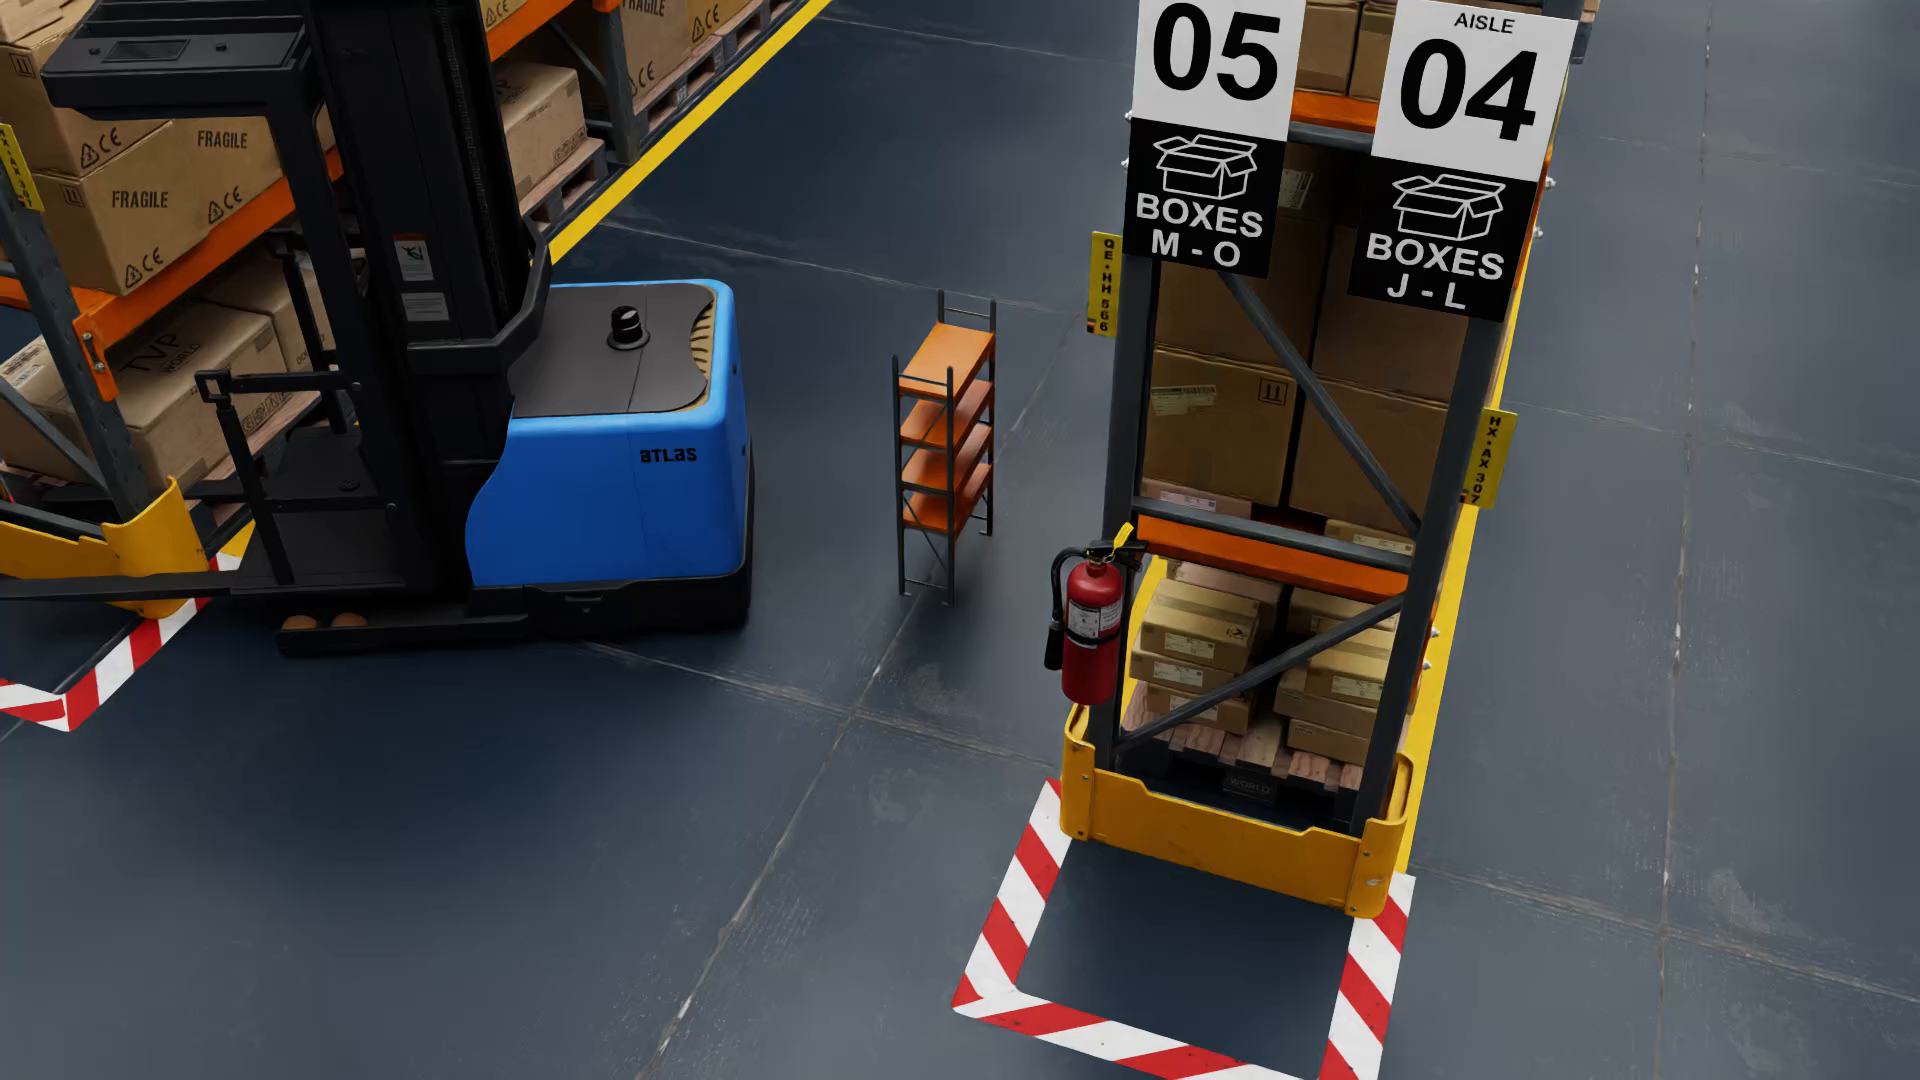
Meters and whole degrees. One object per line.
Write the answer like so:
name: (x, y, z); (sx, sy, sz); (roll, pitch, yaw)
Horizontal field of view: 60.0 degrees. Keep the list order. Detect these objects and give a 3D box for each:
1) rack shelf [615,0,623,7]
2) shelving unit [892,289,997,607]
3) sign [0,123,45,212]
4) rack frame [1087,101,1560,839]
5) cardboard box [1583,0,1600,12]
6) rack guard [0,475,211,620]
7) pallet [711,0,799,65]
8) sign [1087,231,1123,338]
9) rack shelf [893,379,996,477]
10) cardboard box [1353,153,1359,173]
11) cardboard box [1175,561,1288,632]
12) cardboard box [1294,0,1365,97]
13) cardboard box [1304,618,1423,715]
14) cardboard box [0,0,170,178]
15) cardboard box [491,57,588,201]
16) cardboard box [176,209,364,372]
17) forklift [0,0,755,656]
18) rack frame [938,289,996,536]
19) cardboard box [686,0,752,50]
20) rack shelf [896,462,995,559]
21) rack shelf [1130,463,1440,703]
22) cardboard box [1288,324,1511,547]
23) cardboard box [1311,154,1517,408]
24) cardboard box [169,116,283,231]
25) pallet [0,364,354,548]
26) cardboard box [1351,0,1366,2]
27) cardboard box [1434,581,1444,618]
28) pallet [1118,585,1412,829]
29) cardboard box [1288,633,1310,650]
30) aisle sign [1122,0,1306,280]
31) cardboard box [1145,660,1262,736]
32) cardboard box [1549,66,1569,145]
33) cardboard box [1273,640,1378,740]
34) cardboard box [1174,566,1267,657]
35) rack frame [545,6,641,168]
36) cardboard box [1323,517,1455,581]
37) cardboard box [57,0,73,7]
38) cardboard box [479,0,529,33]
rack shelf: (-1.710, -4.435, 10.691); (1.077, 0.370, 4.000); (13, 42, 15)
shelving unit: (-0.057, -0.355, 6.742); (0.258, 1.200, 0.503); (13, 42, 15)
sign: (-3.243, -1.282, 5.713); (0.100, 0.325, 0.005); (13, 42, 15)
rack frame: (0.924, -0.012, 4.953); (1.000, 3.000, 0.127); (13, 42, 15)
cardboard box: (2.859, -2.654, 7.920); (0.380, 0.149, 0.250); (11, 42, 13)
rack guard: (-3.770, -0.083, 6.963); (1.175, 0.500, 0.348); (13, 42, 15)
pallet: (-1.786, -3.662, 11.379); (1.003, 0.211, 1.213); (13, 42, 15)
sign: (0.409, -0.708, 4.633); (0.100, 0.325, 0.005); (13, 42, 15)
rack shelf: (-0.057, -0.474, 6.641); (0.258, 0.148, 0.480); (13, 42, 15)
cardboard box: (1.020, -1.187, 5.253); (0.500, 0.500, 0.500); (12, 42, 14)
cardboard box: (1.007, 0.167, 6.158); (0.380, 0.149, 0.250); (14, 42, 16)
cardboard box: (0.831, -1.432, 4.422); (0.500, 0.250, 0.500); (12, 42, 14)
cardboard box: (1.422, 0.442, 5.835); (0.380, 0.149, 0.250); (11, 42, 13)
cardboard box: (-3.330, -1.697, 6.080); (0.500, 0.500, 0.500); (12, 42, 14)
cardboard box: (-2.710, -2.315, 9.302); (0.875, 0.438, 0.875); (13, 42, 14)
cardboard box: (-3.325, -1.219, 8.018); (0.875, 0.438, 0.875); (14, 43, 16)
forklift: (-2.403, -1.006, 6.171); (3.031, 2.935, 1.130); (-3, 41, -3)
rack frame: (0.027, -0.504, 6.917); (0.240, 1.200, 0.015); (13, 42, 15)
cardboard box: (-1.956, -3.789, 10.693); (0.875, 0.875, 0.875); (14, 43, 16)
rack shelf: (-0.057, -0.153, 6.915); (0.258, 0.148, 0.480); (13, 42, 15)
rack shelf: (1.608, -0.958, 6.616); (1.077, 0.370, 4.000); (13, 42, 15)
cardboard box: (1.337, -0.376, 5.073); (0.500, 0.500, 0.500); (15, 43, 17)
cardboard box: (1.327, -0.758, 4.751); (0.500, 0.500, 0.500); (13, 42, 15)
cardboard box: (-3.181, -1.631, 6.773); (0.500, 0.500, 0.500); (13, 42, 14)
pallet: (-3.562, -0.493, 7.665); (1.003, 0.211, 1.213); (13, 42, 15)
cardboard box: (0.842, -1.624, 4.261); (0.500, 0.250, 0.500); (12, 42, 14)
cardboard box: (1.610, 0.122, 6.210); (0.380, 0.149, 0.250); (13, 42, 15)
pallet: (1.261, 0.515, 6.484); (1.003, 0.211, 1.213); (13, 42, 15)
cardboard box: (1.416, 0.487, 6.242); (0.380, 0.149, 0.250); (13, 42, 15)
aisle sign: (0.617, -1.023, 4.135); (0.394, 0.787, 0.004); (13, 42, 15)
cardboard box: (0.908, 0.546, 6.172); (0.380, 0.149, 0.250); (14, 42, 16)
cardboard box: (1.692, -1.380, 5.480); (0.500, 0.500, 0.500); (12, 42, 14)
cardboard box: (1.344, 0.537, 5.953); (0.380, 0.149, 0.250); (15, 43, 17)
cardboard box: (0.976, 0.267, 6.270); (0.380, 0.149, 0.250); (12, 42, 14)
rack frame: (-2.394, -3.489, 9.028); (1.000, 3.000, 0.127); (13, 42, 15)
cardboard box: (1.343, -0.041, 5.181); (0.380, 0.149, 0.250); (13, 42, 15)
cardboard box: (-3.358, -2.045, 5.989); (0.380, 0.149, 0.250); (14, 43, 16)
cardboard box: (-2.484, -2.872, 8.228); (0.500, 0.500, 0.500); (12, 42, 14)
